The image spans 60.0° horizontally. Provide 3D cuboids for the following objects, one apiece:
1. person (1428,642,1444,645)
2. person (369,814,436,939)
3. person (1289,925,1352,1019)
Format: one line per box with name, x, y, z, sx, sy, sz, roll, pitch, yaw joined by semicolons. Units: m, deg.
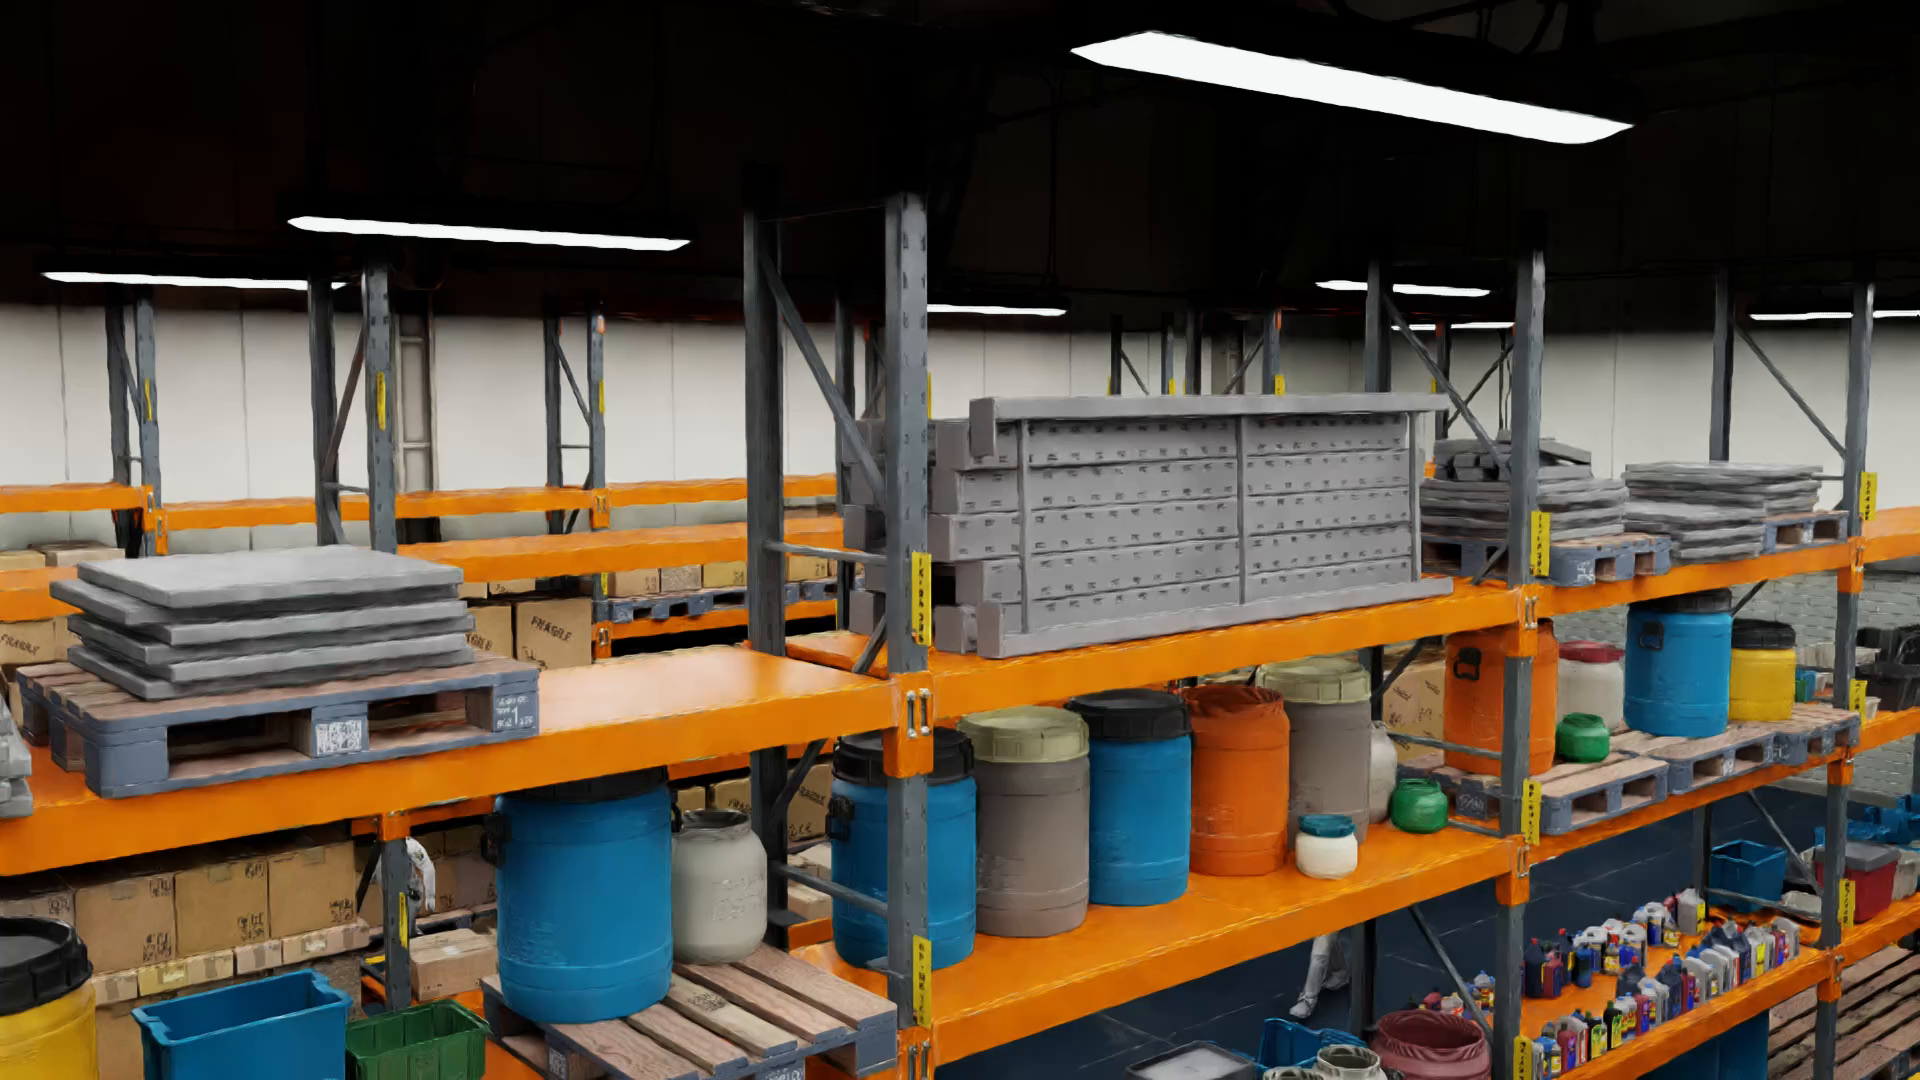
person;6.289;2.171;22.528;0.637;1.658;0.497;1;6;10
person;-4.677;3.008;14.002;0.630;1.608;0.811;4;7;33
person;2.940;2.985;13.709;1.105;1.695;0.546;-5;7;-41
